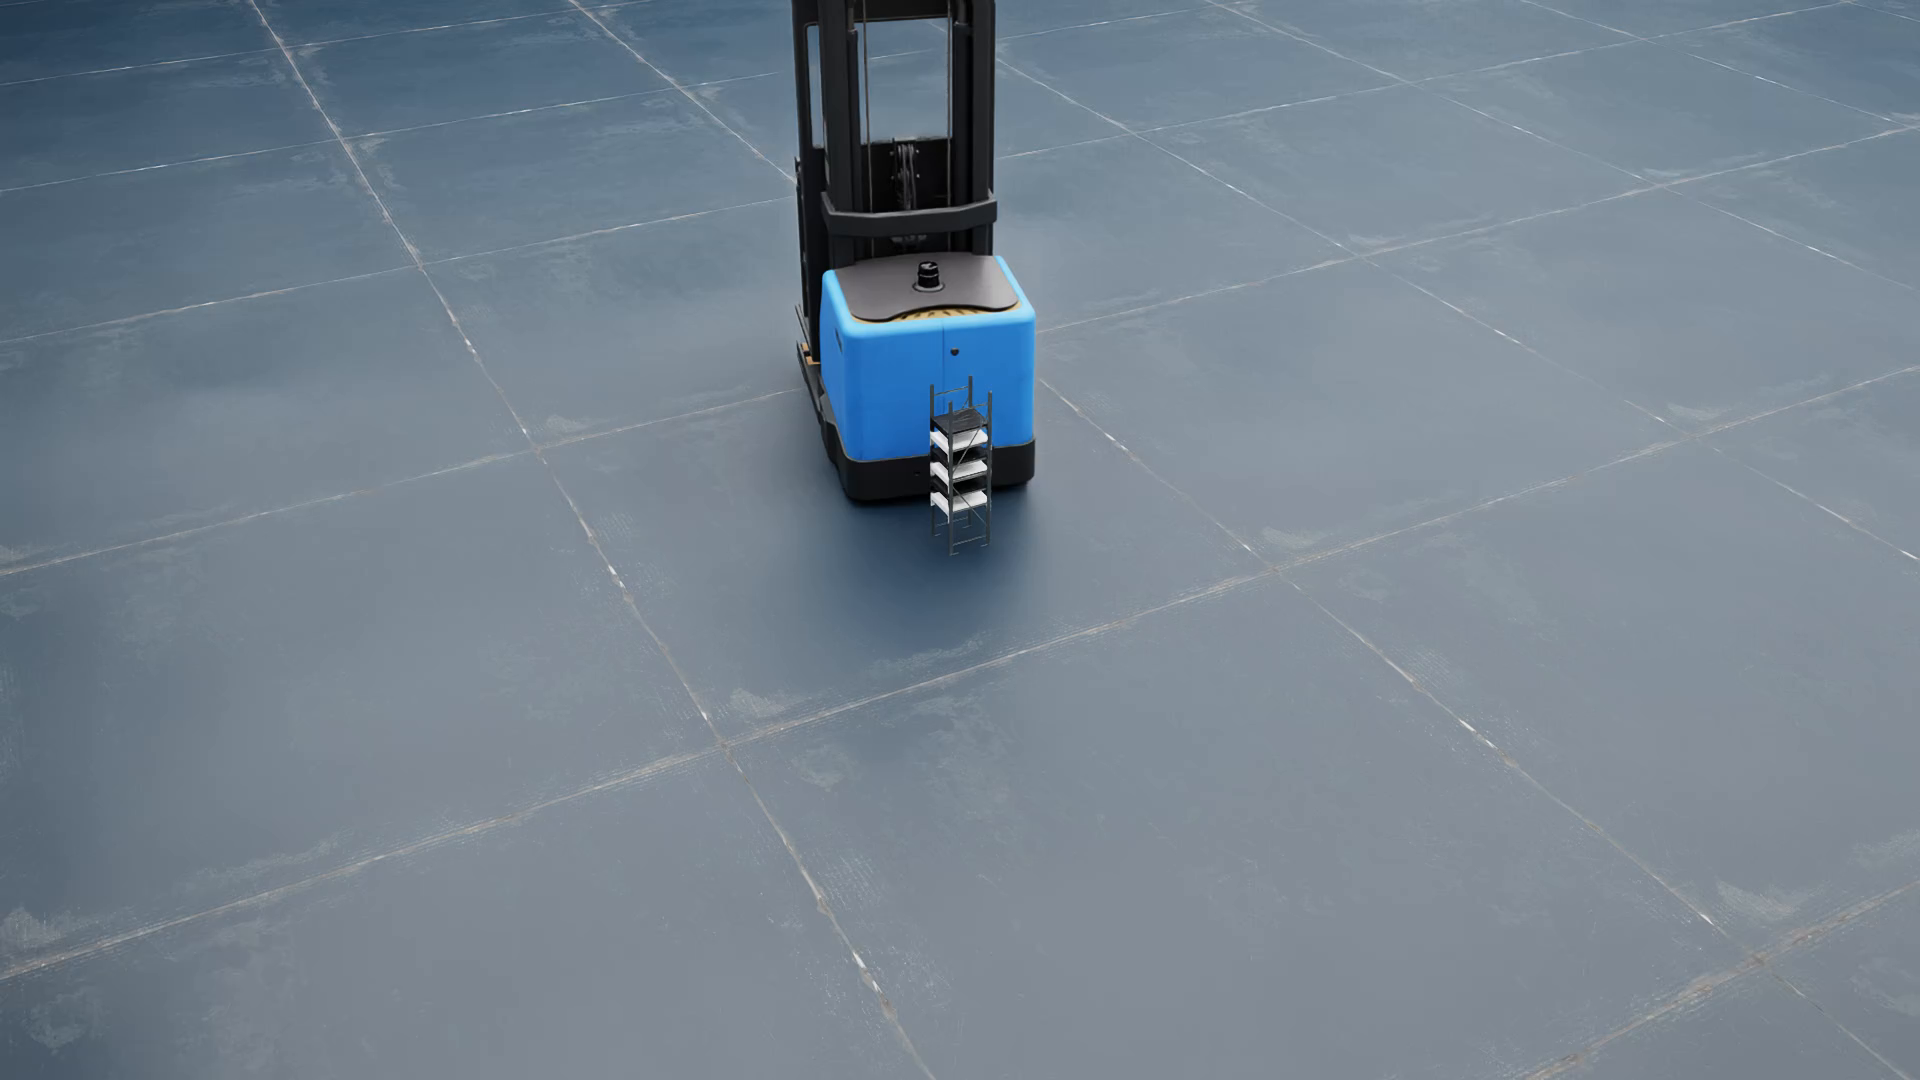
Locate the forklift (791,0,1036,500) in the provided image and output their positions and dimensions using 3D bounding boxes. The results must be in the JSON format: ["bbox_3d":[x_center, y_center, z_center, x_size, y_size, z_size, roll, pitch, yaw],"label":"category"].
[{"bbox_3d":[-0.403,-2.234,9.520,1.130,2.935,3.031,-7,33,-10],"label":"forklift"}]

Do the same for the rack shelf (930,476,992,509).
[{"bbox_3d":[0.004,-0.271,8.568,0.258,0.077,0.200,-16,36,-23],"label":"rack shelf"}]

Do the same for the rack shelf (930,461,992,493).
[{"bbox_3d":[0.004,-0.347,8.519,0.258,0.077,0.200,-16,36,-23],"label":"rack shelf"}]

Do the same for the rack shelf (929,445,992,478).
[{"bbox_3d":[0.004,-0.423,8.471,0.258,0.077,0.200,-16,36,-23],"label":"rack shelf"}]

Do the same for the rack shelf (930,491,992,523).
[{"bbox_3d":[0.004,-0.195,8.616,0.258,0.077,0.200,-16,36,-23],"label":"rack shelf"}]

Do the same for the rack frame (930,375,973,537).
[{"bbox_3d":[-0.044,-0.424,8.577,0.240,0.900,0.006,-16,36,-23],"label":"rack frame"}]

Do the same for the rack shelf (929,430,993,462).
[{"bbox_3d":[0.004,-0.499,8.422,0.258,0.077,0.200,-16,36,-23],"label":"rack shelf"}]

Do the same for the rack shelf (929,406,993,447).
[{"bbox_3d":[0.004,-0.574,8.374,0.258,0.077,0.200,-16,36,-23],"label":"rack shelf"}]

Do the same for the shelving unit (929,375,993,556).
[{"bbox_3d":[0.004,-0.375,8.501,0.258,0.900,0.210,-16,36,-23],"label":"shelving unit"}]

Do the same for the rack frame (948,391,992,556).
[{"bbox_3d":[0.051,-0.327,8.425,0.240,0.900,0.006,-16,36,-23],"label":"rack frame"}]
